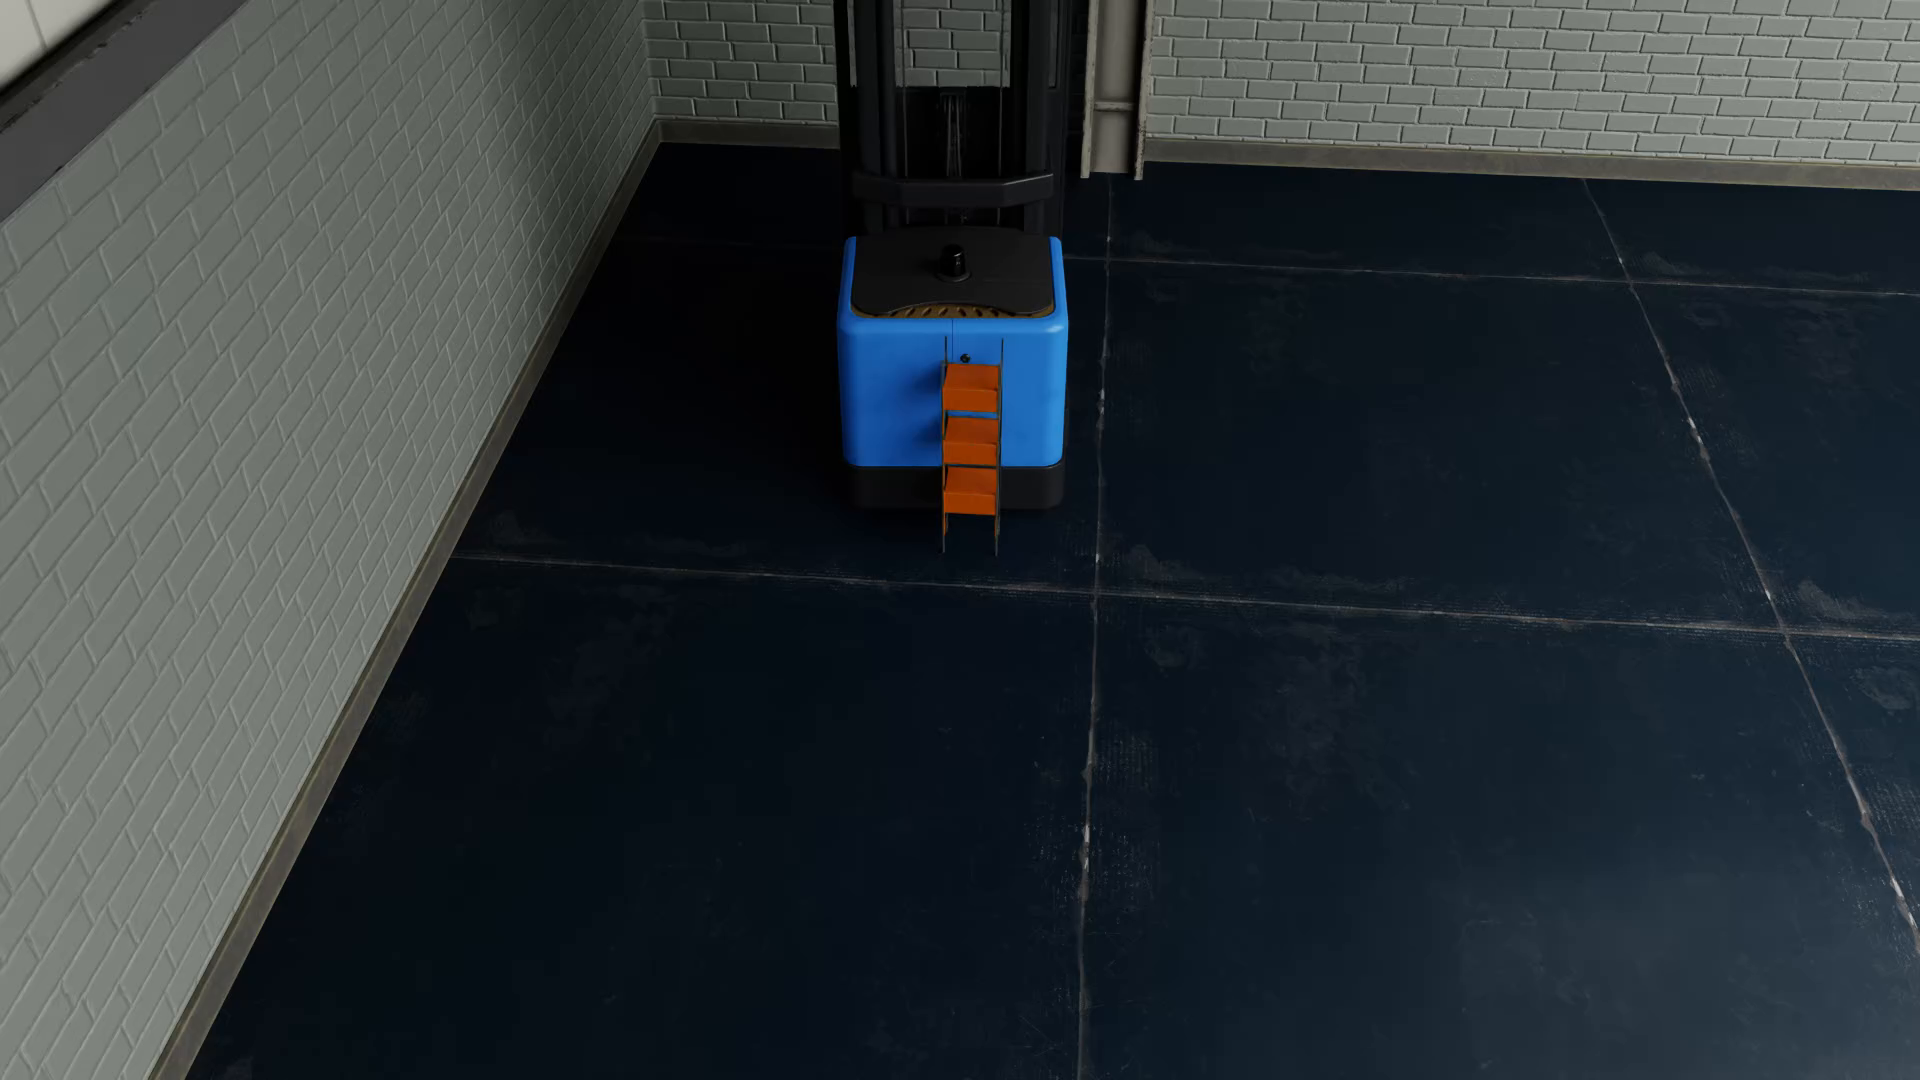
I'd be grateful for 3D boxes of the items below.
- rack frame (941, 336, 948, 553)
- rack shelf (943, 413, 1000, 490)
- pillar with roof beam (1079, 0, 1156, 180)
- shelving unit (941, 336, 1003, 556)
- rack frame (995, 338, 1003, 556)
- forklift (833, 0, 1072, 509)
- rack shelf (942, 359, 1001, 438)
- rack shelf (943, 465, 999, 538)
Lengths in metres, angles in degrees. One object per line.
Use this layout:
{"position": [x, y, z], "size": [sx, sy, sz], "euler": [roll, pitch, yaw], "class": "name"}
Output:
{"position": [-0.068, -0.411, 7.423], "size": [0.008, 1.050, 0.200], "euler": [3, 39, 4], "class": "rack frame"}
{"position": [0.053, -0.396, 7.422], "size": [0.240, 0.259, 0.215], "euler": [3, 39, 4], "class": "rack shelf"}
{"position": [0.601, -3.174, 4.522], "size": [0.400, 9.000, 9.100], "euler": [3, 39, 4], "class": "pillar with roof beam"}
{"position": [0.053, -0.404, 7.415], "size": [0.252, 1.050, 0.215], "euler": [3, 39, 4], "class": "shelving unit"}
{"position": [0.175, -0.398, 7.407], "size": [0.008, 1.050, 0.200], "euler": [3, 39, 4], "class": "rack frame"}
{"position": [-0.033, -2.182, 8.109], "size": [1.130, 2.935, 3.031], "euler": [0, 39, 0], "class": "forklift"}
{"position": [0.053, -0.616, 7.243], "size": [0.240, 0.259, 0.215], "euler": [3, 39, 4], "class": "rack shelf"}
{"position": [0.053, -0.180, 7.597], "size": [0.240, 0.259, 0.215], "euler": [3, 39, 4], "class": "rack shelf"}
